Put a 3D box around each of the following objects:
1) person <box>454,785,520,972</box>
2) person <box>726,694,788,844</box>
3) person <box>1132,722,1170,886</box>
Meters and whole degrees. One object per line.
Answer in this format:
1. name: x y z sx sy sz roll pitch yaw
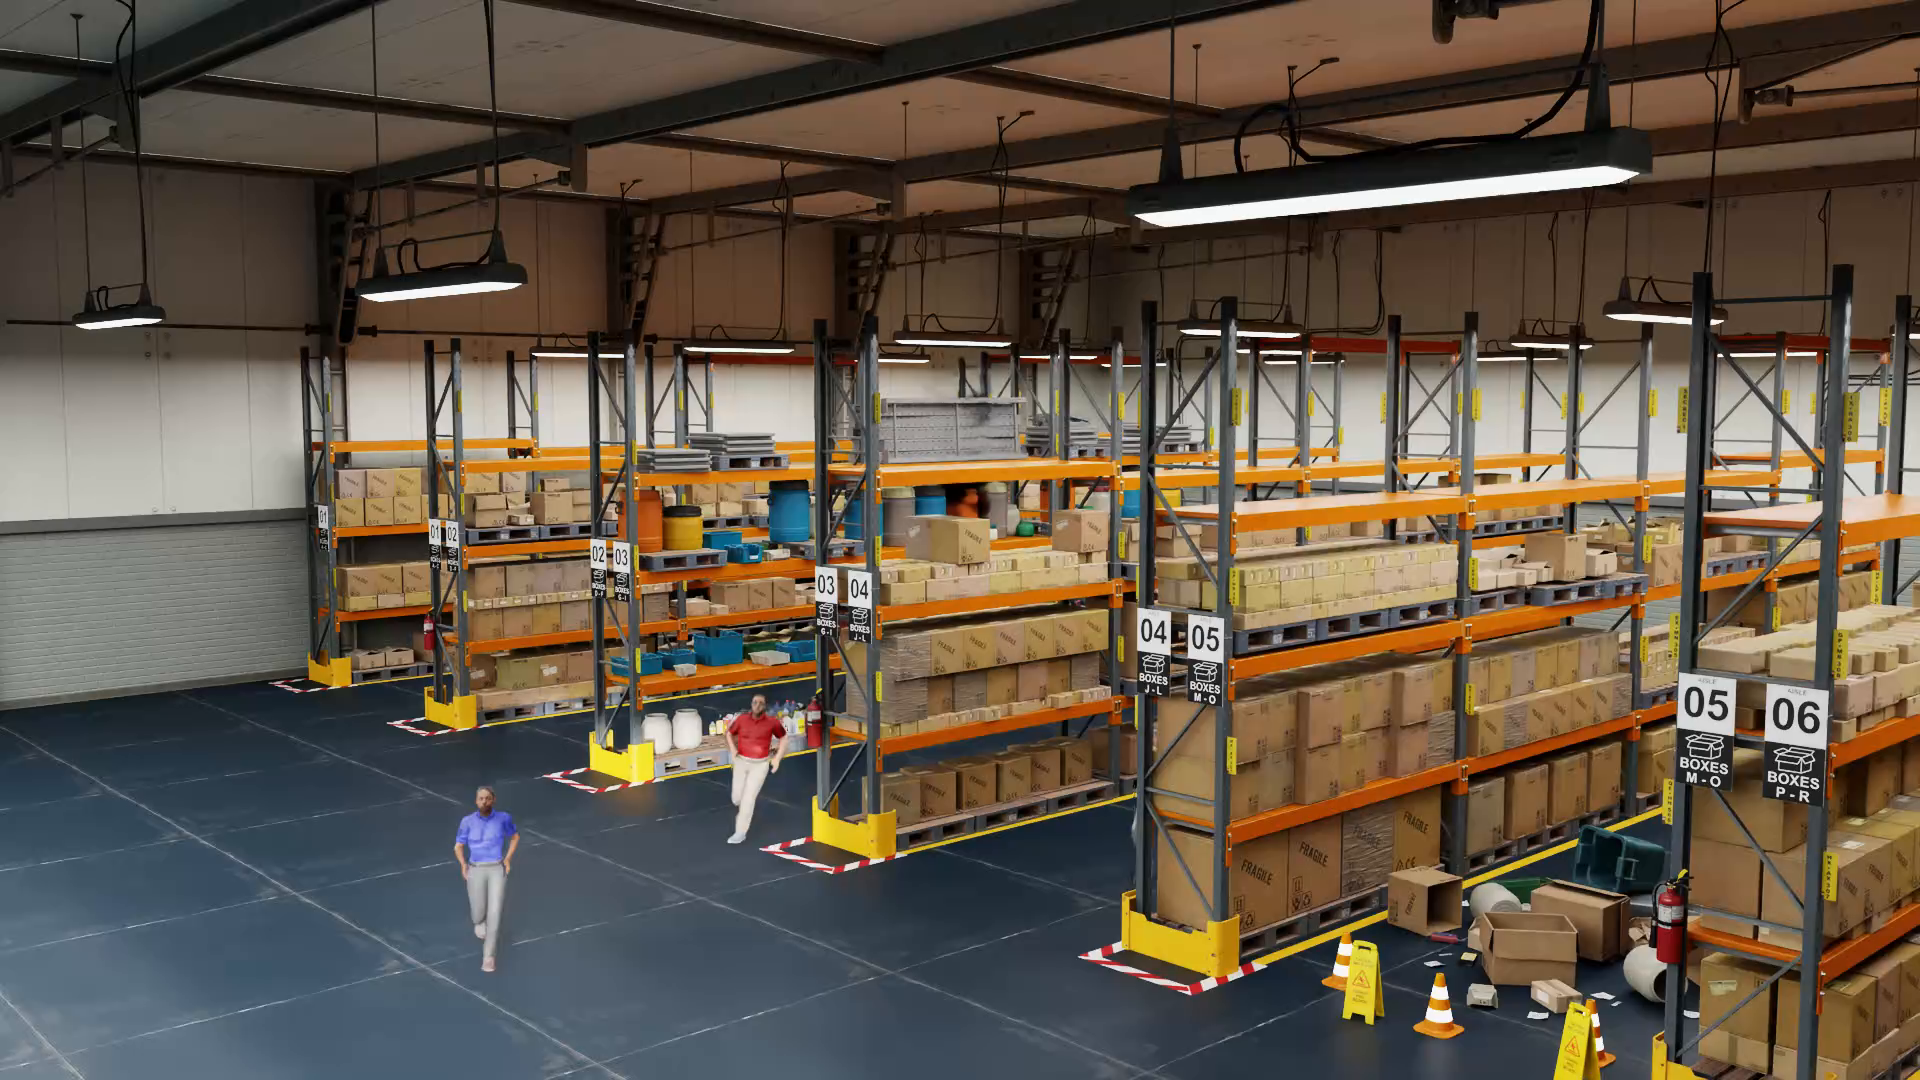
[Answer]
1. person: -4.305 3.044 15.164 0.577 1.624 0.711 -1 5 -16
2. person: -2.388 2.626 19.356 0.715 1.685 0.869 1 5 11
3. person: 2.064 2.780 17.579 0.569 1.753 0.725 4 6 37
